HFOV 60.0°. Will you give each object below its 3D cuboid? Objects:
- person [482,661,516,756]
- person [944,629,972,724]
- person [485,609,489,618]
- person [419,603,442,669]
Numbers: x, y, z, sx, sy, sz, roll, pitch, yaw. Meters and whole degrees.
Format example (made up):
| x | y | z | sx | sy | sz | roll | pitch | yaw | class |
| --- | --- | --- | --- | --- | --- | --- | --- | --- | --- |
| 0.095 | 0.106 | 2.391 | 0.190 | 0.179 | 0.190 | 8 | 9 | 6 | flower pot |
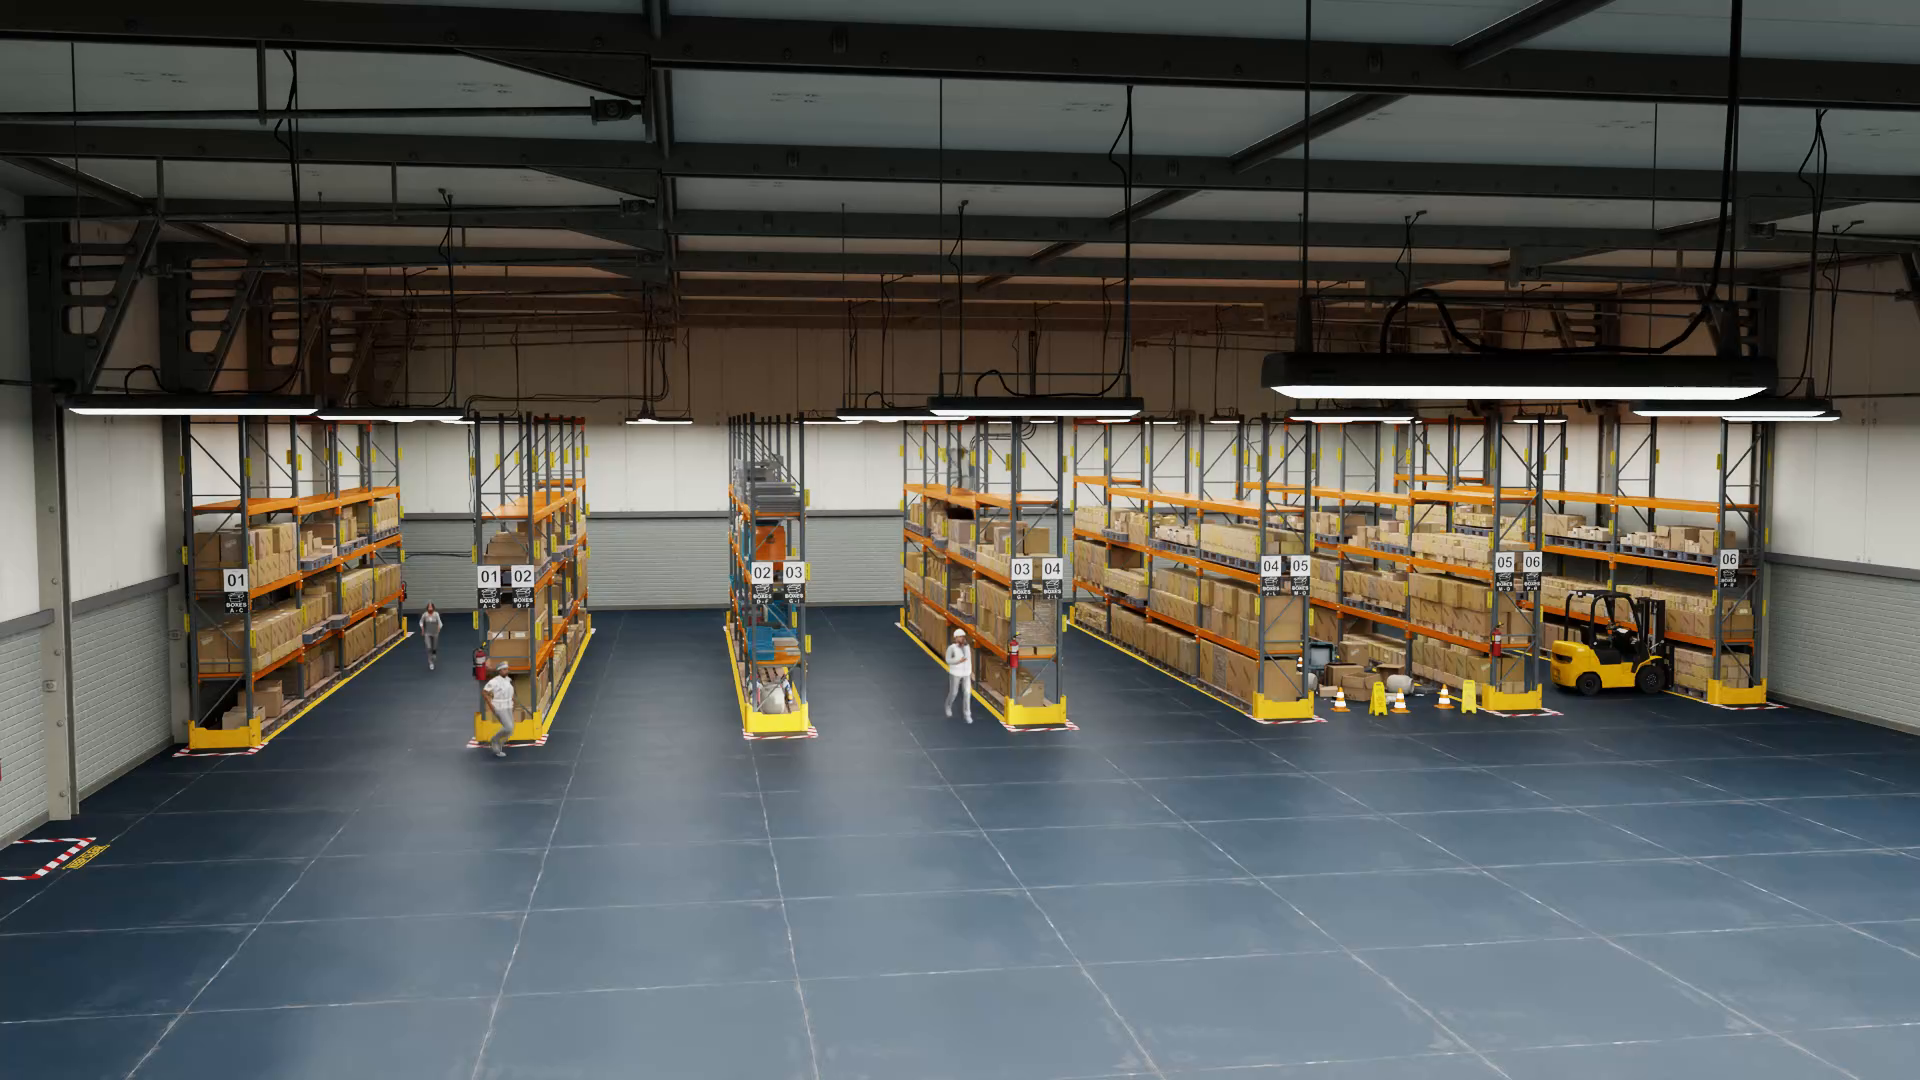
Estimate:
| x | y | z | sx | sy | sz | roll | pitch | yaw | class |
| --- | --- | --- | --- | --- | --- | --- | --- | --- | --- |
| -7.939 | 2.932 | 28.927 | 0.513 | 1.655 | 0.575 | 2 | 4 | 25 | person |
| -0.017 | 2.611 | 32.313 | 0.639 | 1.783 | 0.948 | -2 | 4 | -25 | person |
| -11.720 | 2.090 | 42.193 | 0.641 | 1.627 | 1.031 | 0 | 4 | -6 | person |
| -12.593 | 2.262 | 39.575 | 0.526 | 1.572 | 0.745 | -1 | 4 | -18 | person |
